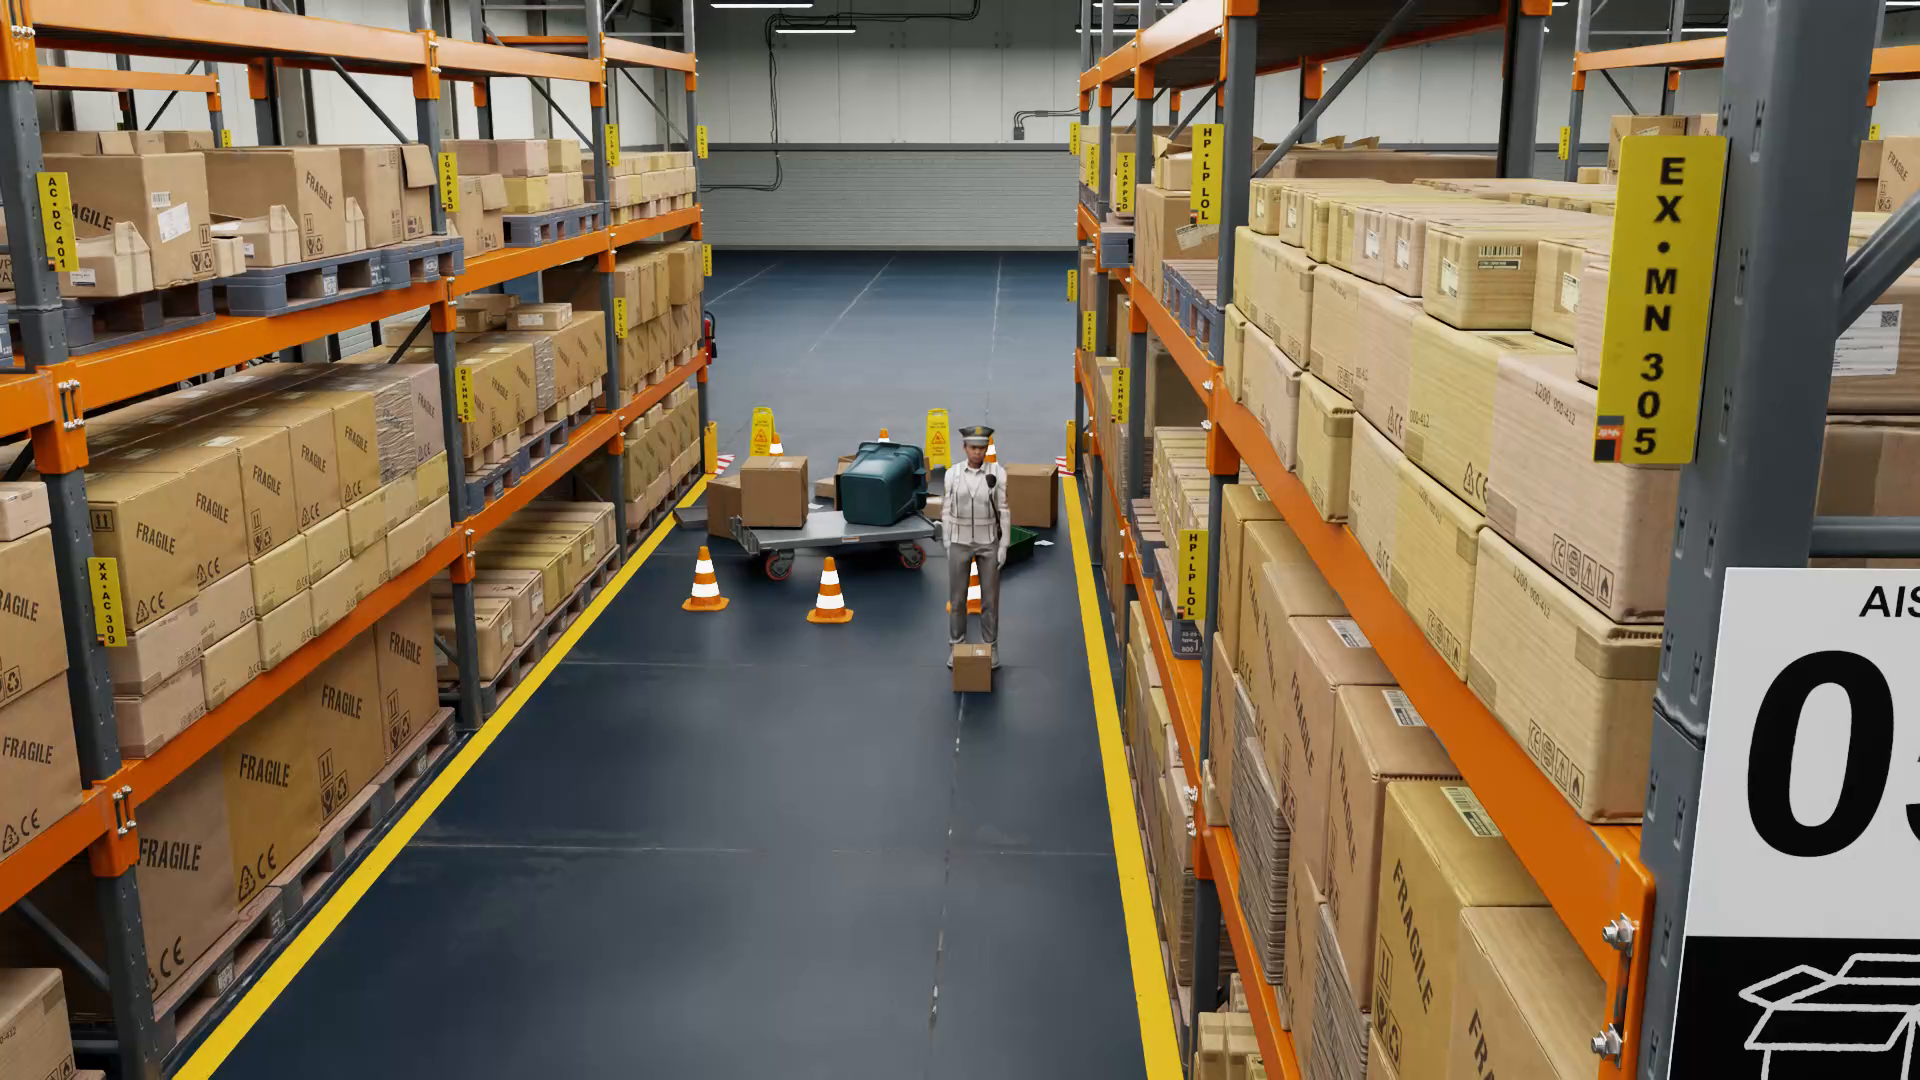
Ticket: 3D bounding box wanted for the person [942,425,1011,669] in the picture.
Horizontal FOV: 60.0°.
[{"bbox_3d":[0.109,0.040,11.302,0.466,1.682,0.344,1,14,2],"label":"person"}]
